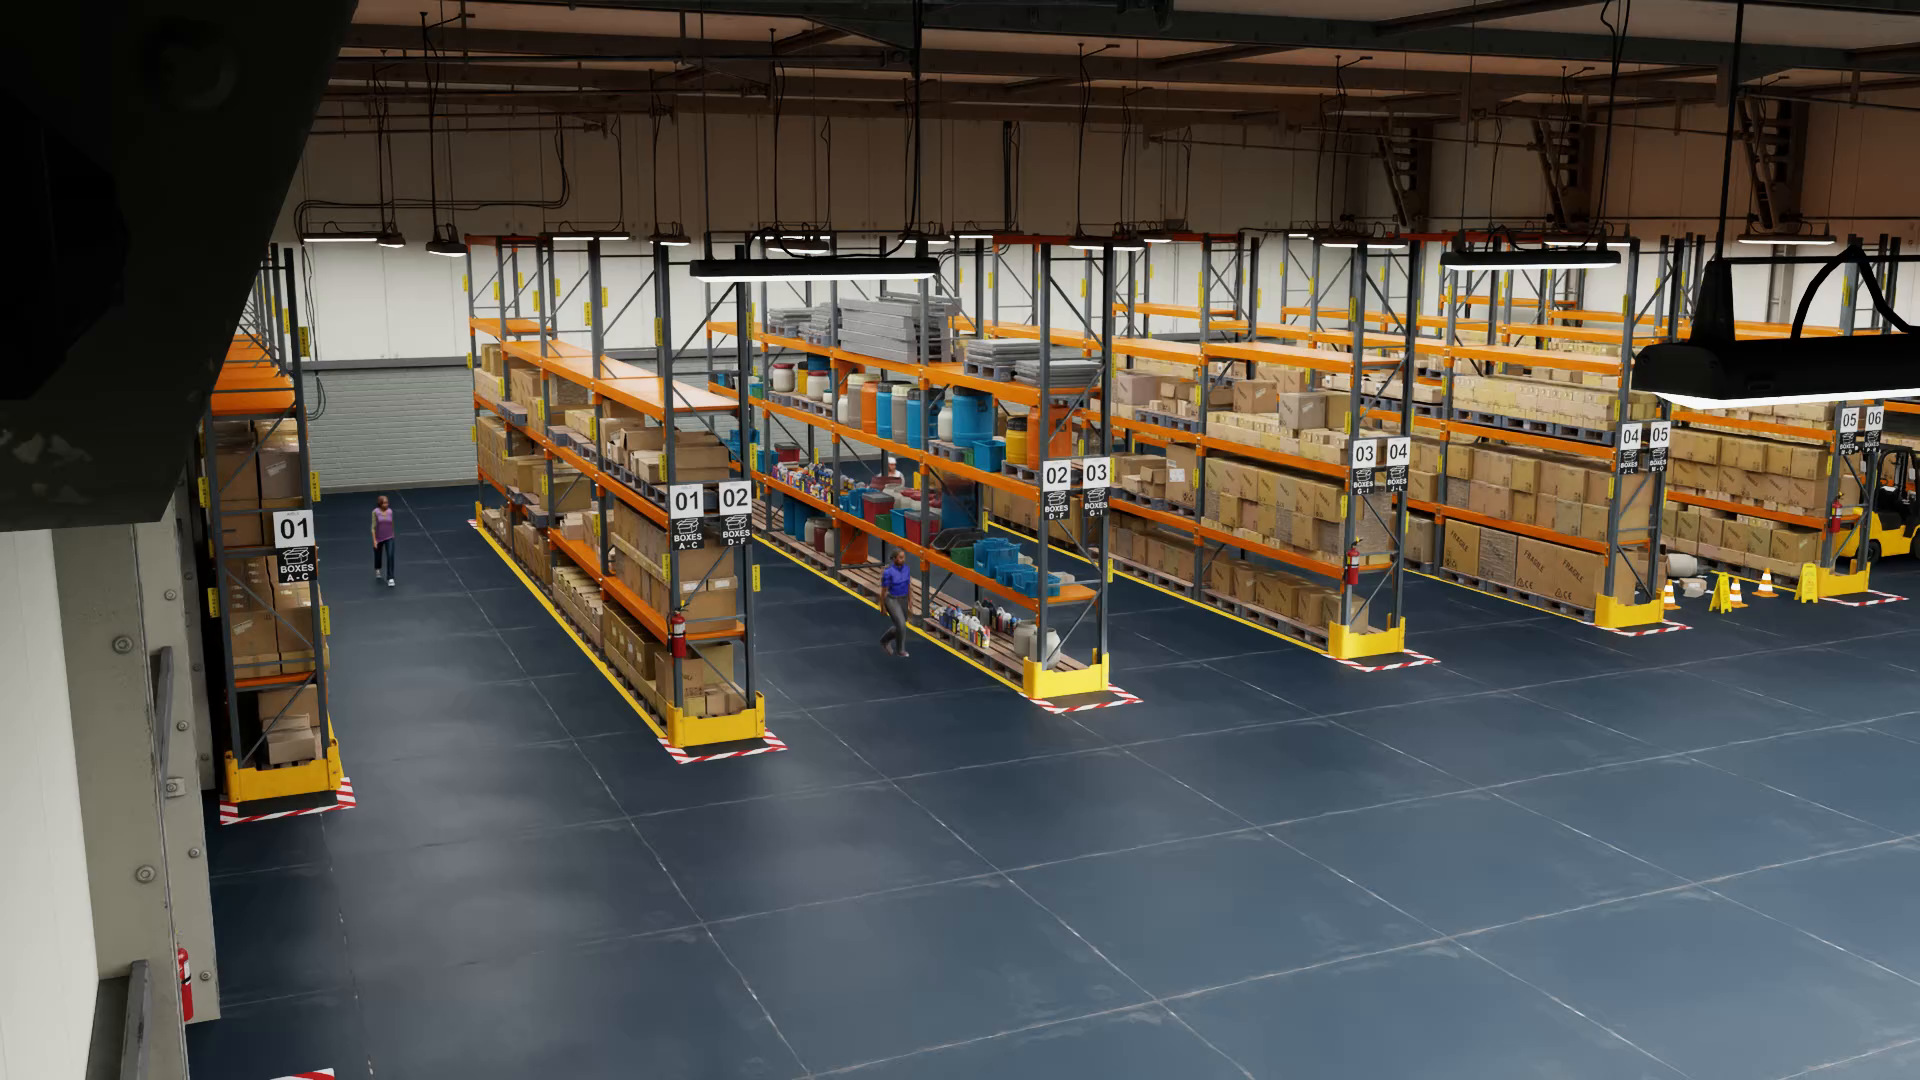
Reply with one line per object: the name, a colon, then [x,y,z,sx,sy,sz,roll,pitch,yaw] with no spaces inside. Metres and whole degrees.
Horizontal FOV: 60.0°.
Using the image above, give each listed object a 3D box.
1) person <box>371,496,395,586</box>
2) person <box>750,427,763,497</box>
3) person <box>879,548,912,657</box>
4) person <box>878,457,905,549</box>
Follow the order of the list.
person: [-10.085,-0.024,29.067,0.400,1.550,0.899,-5,12,-24]
person: [-4.844,-1.818,37.939,0.680,1.715,0.590,-2,11,-9]
person: [-0.888,0.894,23.351,0.479,1.617,0.883,-9,14,-39]
person: [-1.304,-0.755,32.300,0.580,1.720,1.050,-6,12,-28]
